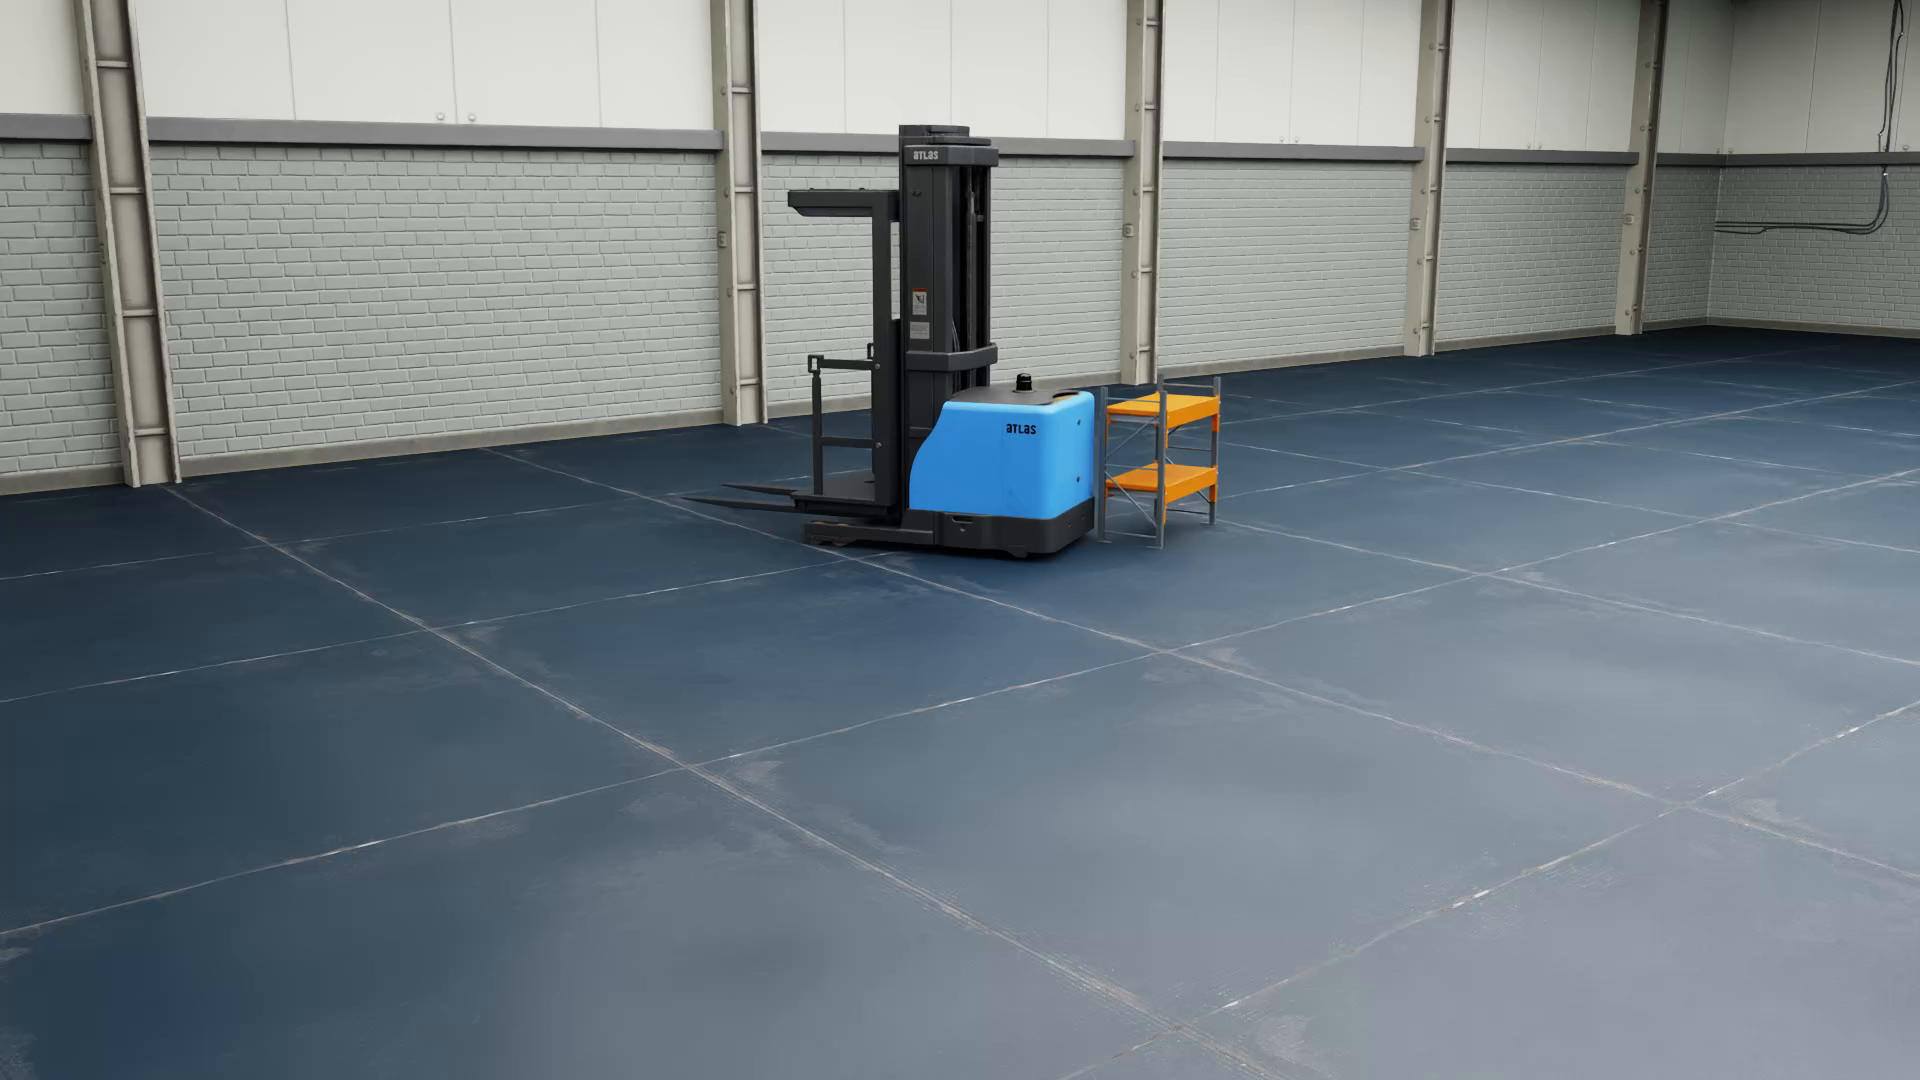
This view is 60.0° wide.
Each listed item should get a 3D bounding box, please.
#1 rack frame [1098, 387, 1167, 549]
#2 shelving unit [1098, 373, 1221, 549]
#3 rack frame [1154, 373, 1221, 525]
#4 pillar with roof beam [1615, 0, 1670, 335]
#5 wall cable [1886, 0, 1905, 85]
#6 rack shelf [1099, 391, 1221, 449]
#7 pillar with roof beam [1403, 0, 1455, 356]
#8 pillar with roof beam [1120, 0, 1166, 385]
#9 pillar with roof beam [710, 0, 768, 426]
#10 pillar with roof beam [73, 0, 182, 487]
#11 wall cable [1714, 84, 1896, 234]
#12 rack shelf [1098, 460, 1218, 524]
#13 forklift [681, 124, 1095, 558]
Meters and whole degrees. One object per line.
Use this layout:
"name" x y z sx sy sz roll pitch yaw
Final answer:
"rack frame" 1.222 -0.513 11.835 0.500 1.125 0.032 7 14 29
"shelving unit" 1.476 -0.604 12.266 0.538 1.125 1.048 7 14 29
"rack frame" 1.731 -0.696 12.696 0.500 1.125 0.032 7 14 29
"pillar with roof beam" 14.399 -7.320 24.936 0.400 9.000 9.100 -9 15 -38
"wall cable" 16.526 -8.699 26.746 0.112 2.526 3.097 -9 15 -38
"rack shelf" 1.476 -0.890 12.205 0.538 0.278 1.000 7 14 29
"pillar with roof beam" 9.713 -6.541 21.270 0.400 9.000 9.100 -9 15 -38
"pillar with roof beam" 5.028 -5.763 17.603 0.400 9.000 9.100 -9 15 -38
"pillar with roof beam" 0.343 -4.984 13.937 0.400 9.000 9.100 -9 15 -38
"pillar with roof beam" -4.342 -4.206 10.270 0.400 9.000 9.100 -9 15 -38
"wall cable" 14.836 -6.667 29.337 0.112 2.526 3.097 -9 15 -38
"rack shelf" 1.476 -0.365 12.316 0.538 0.278 1.000 7 14 29
"forklift" -0.584 -1.483 12.055 3.031 2.935 1.130 5 13 21
